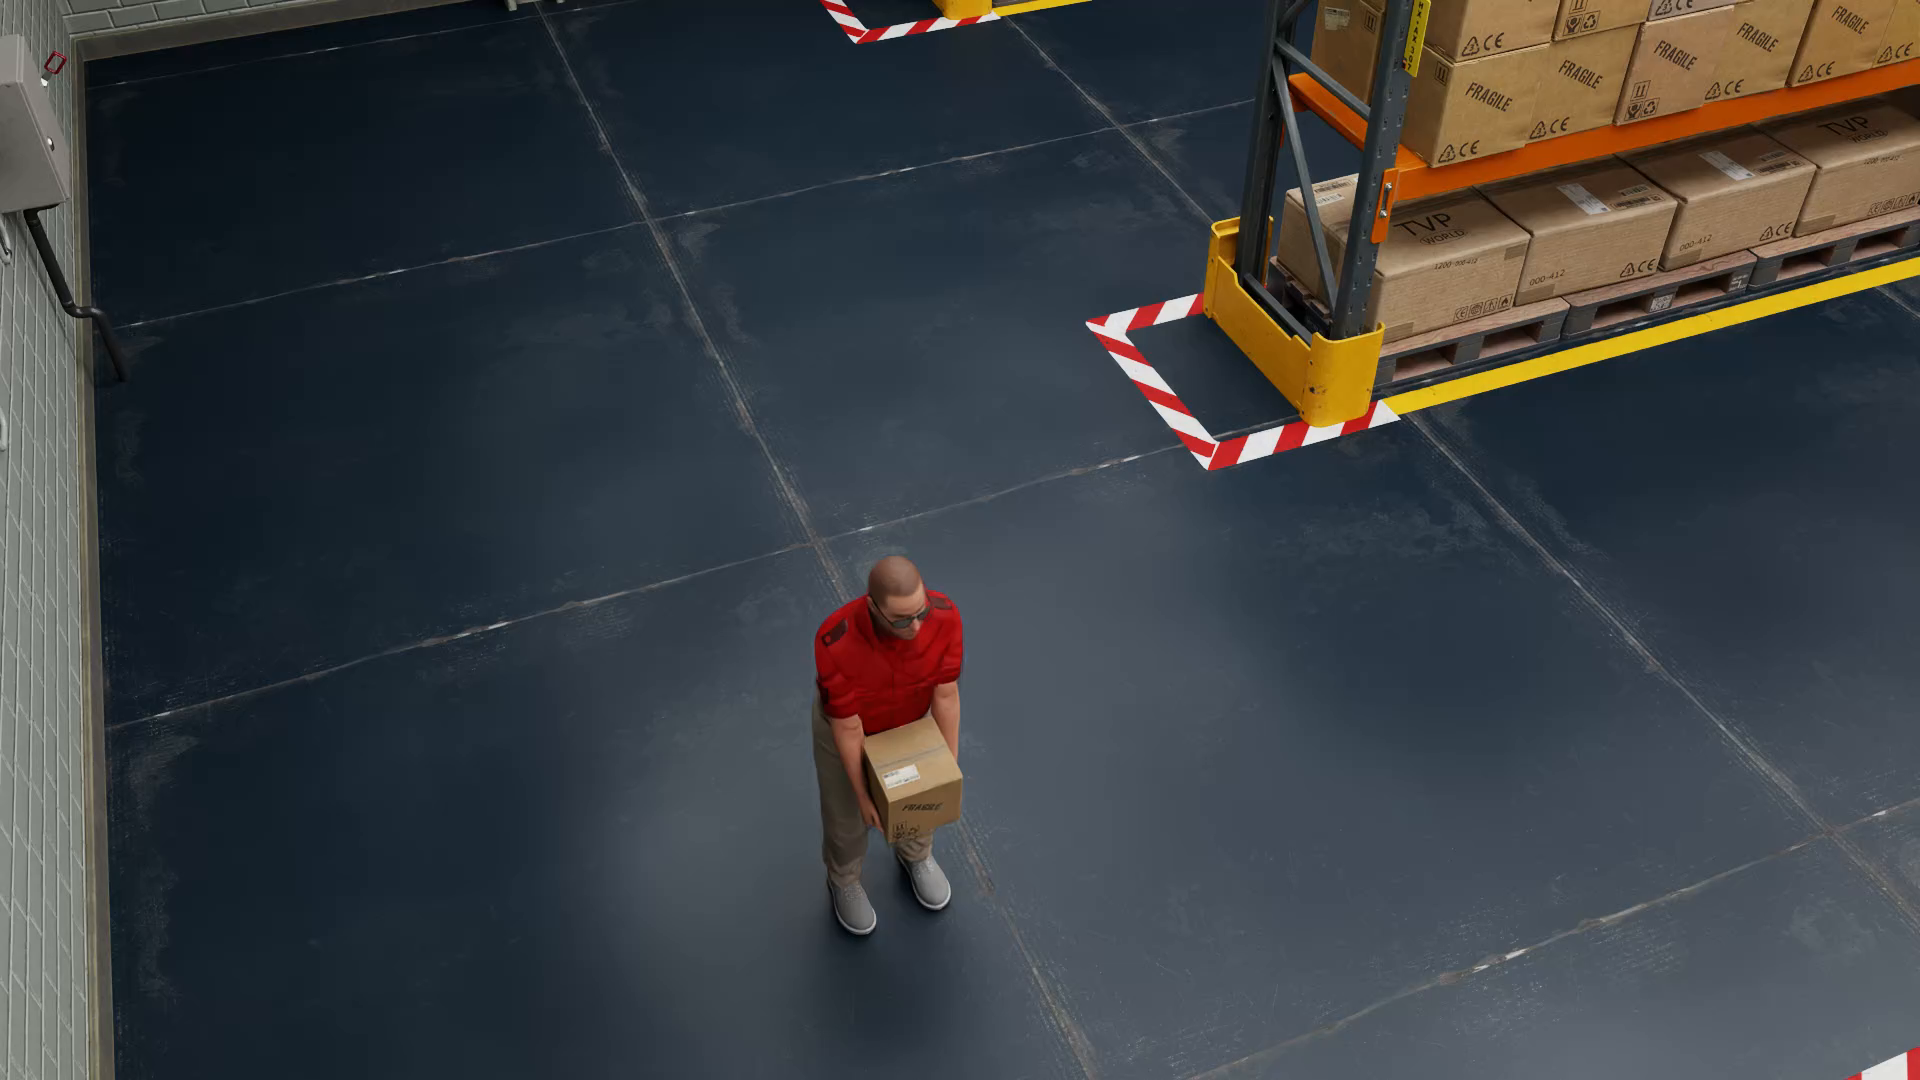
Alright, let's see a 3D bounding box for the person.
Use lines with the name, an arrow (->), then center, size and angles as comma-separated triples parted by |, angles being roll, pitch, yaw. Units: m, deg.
person -> -0.216, 0.678, 5.433 | 0.483, 1.700, 0.554 | -16, 44, -17
